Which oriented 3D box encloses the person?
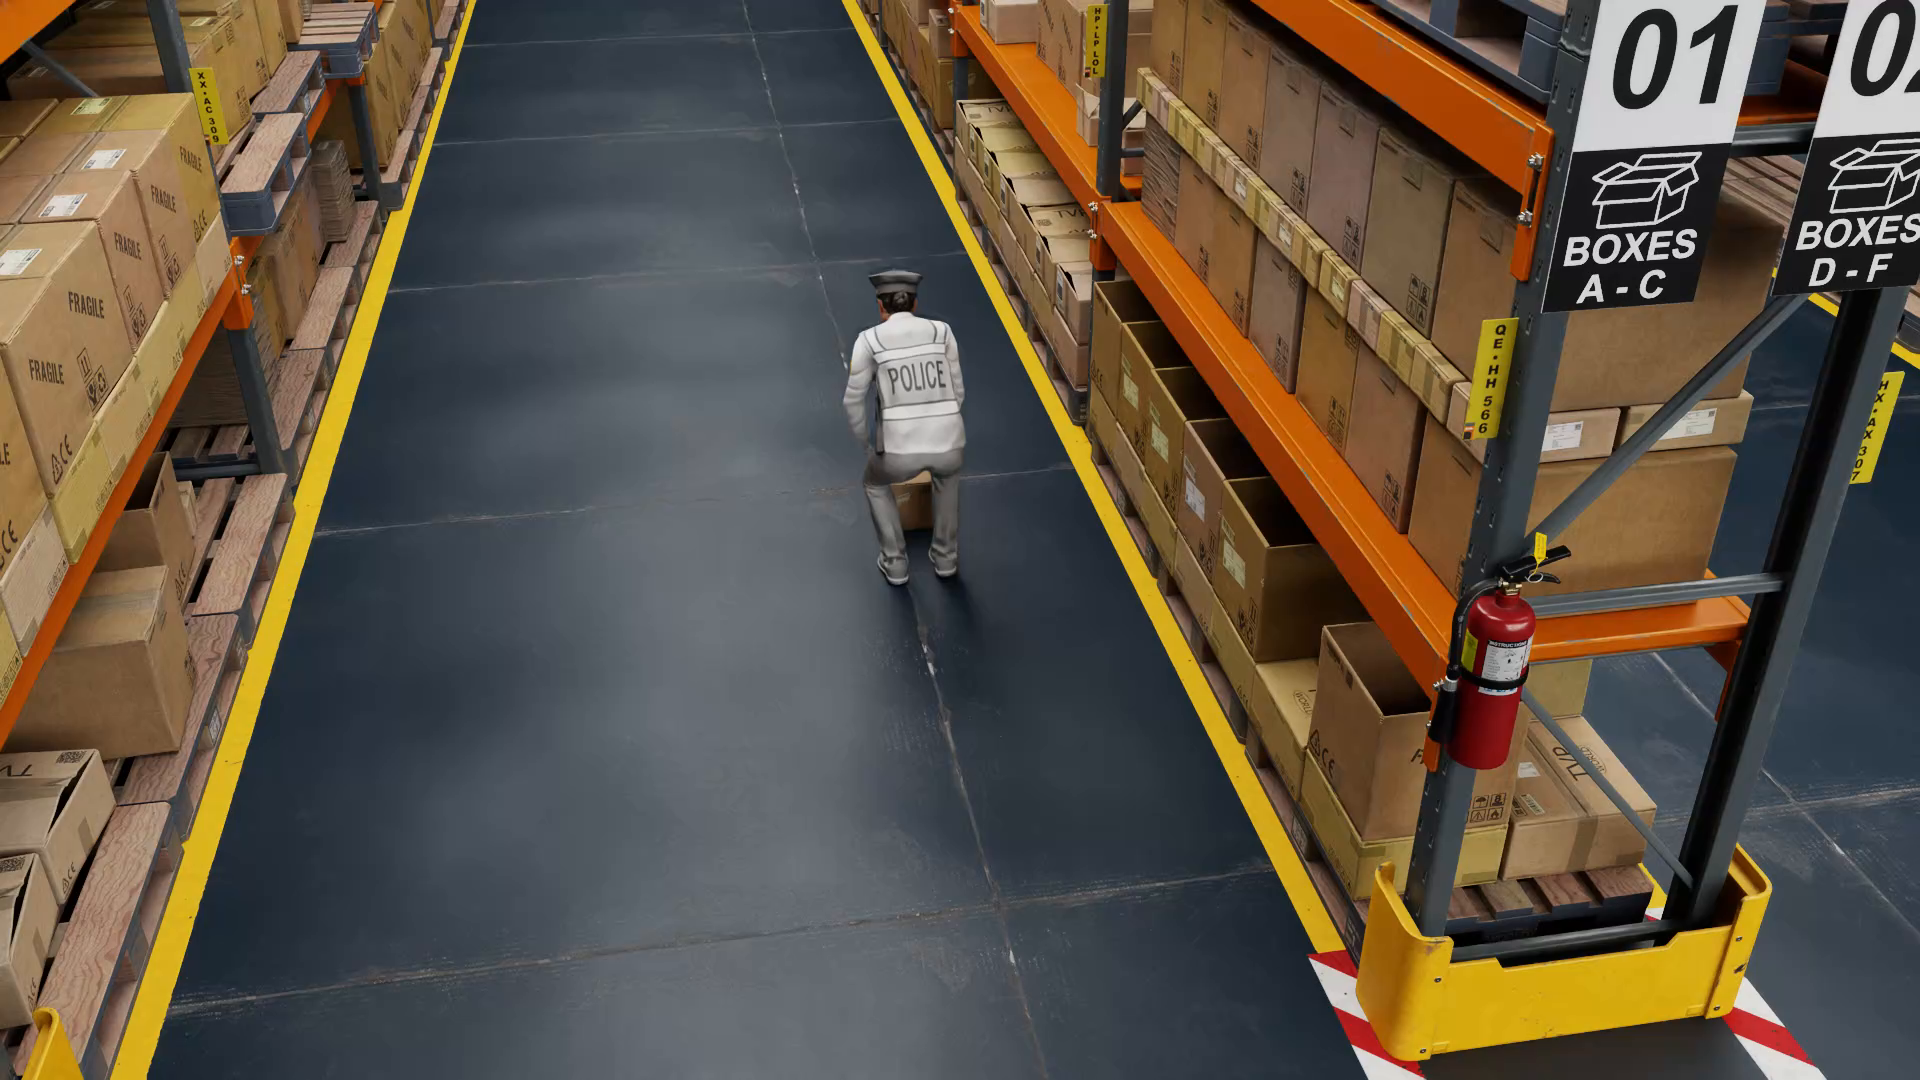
[{"bbox_3d":[-0.233,-0.475,7.244,0.535,1.348,0.716,-5,31,-8],"label":"person"}]
